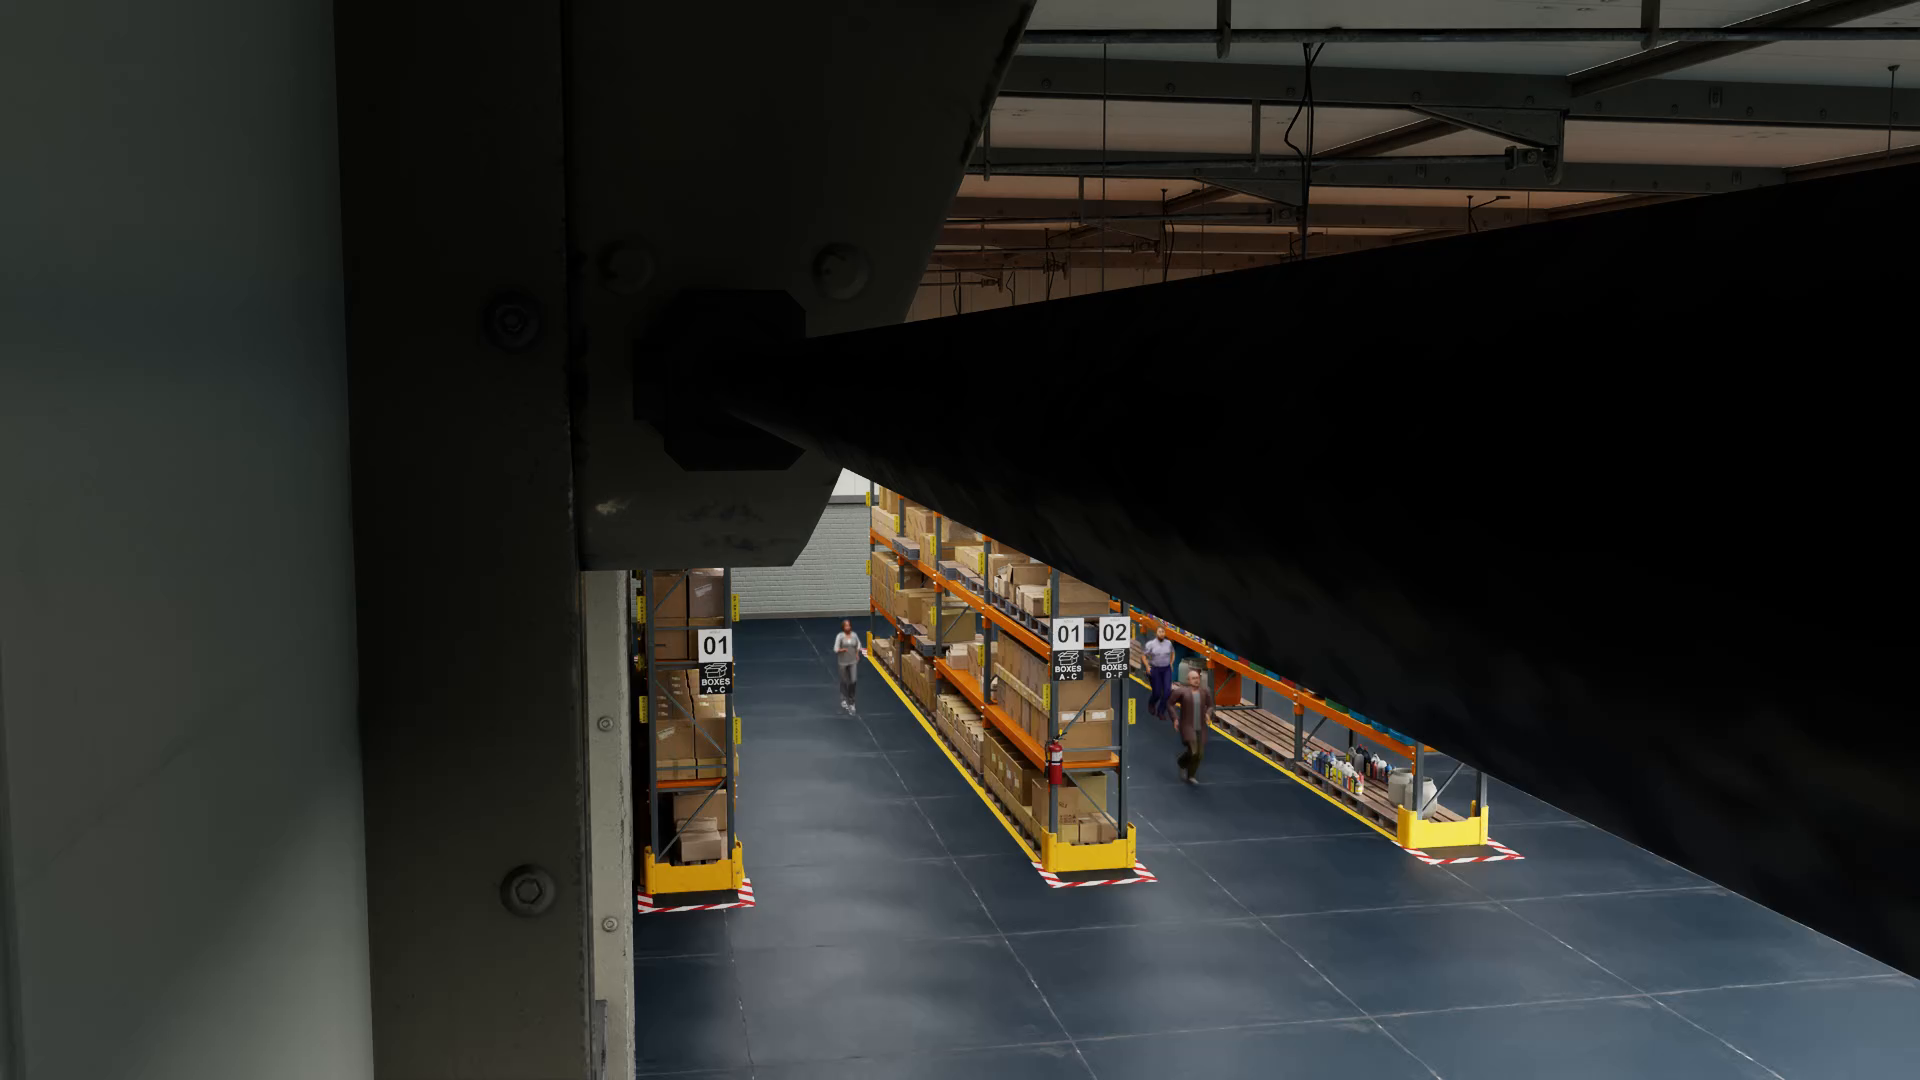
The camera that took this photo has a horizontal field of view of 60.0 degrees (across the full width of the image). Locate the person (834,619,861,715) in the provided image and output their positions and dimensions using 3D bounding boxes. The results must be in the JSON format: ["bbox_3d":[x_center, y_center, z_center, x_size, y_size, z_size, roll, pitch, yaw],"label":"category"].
[{"bbox_3d":[-1.964,2.229,29.212,0.514,1.679,0.645,-1,6,-13],"label":"person"}]

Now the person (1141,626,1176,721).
[{"bbox_3d":[3.439,2.277,28.610,0.614,1.606,0.517,-1,6,-11],"label":"person"}]

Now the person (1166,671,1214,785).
[{"bbox_3d":[3.534,2.952,25.094,0.704,1.534,0.620,-2,6,-18],"label":"person"}]
